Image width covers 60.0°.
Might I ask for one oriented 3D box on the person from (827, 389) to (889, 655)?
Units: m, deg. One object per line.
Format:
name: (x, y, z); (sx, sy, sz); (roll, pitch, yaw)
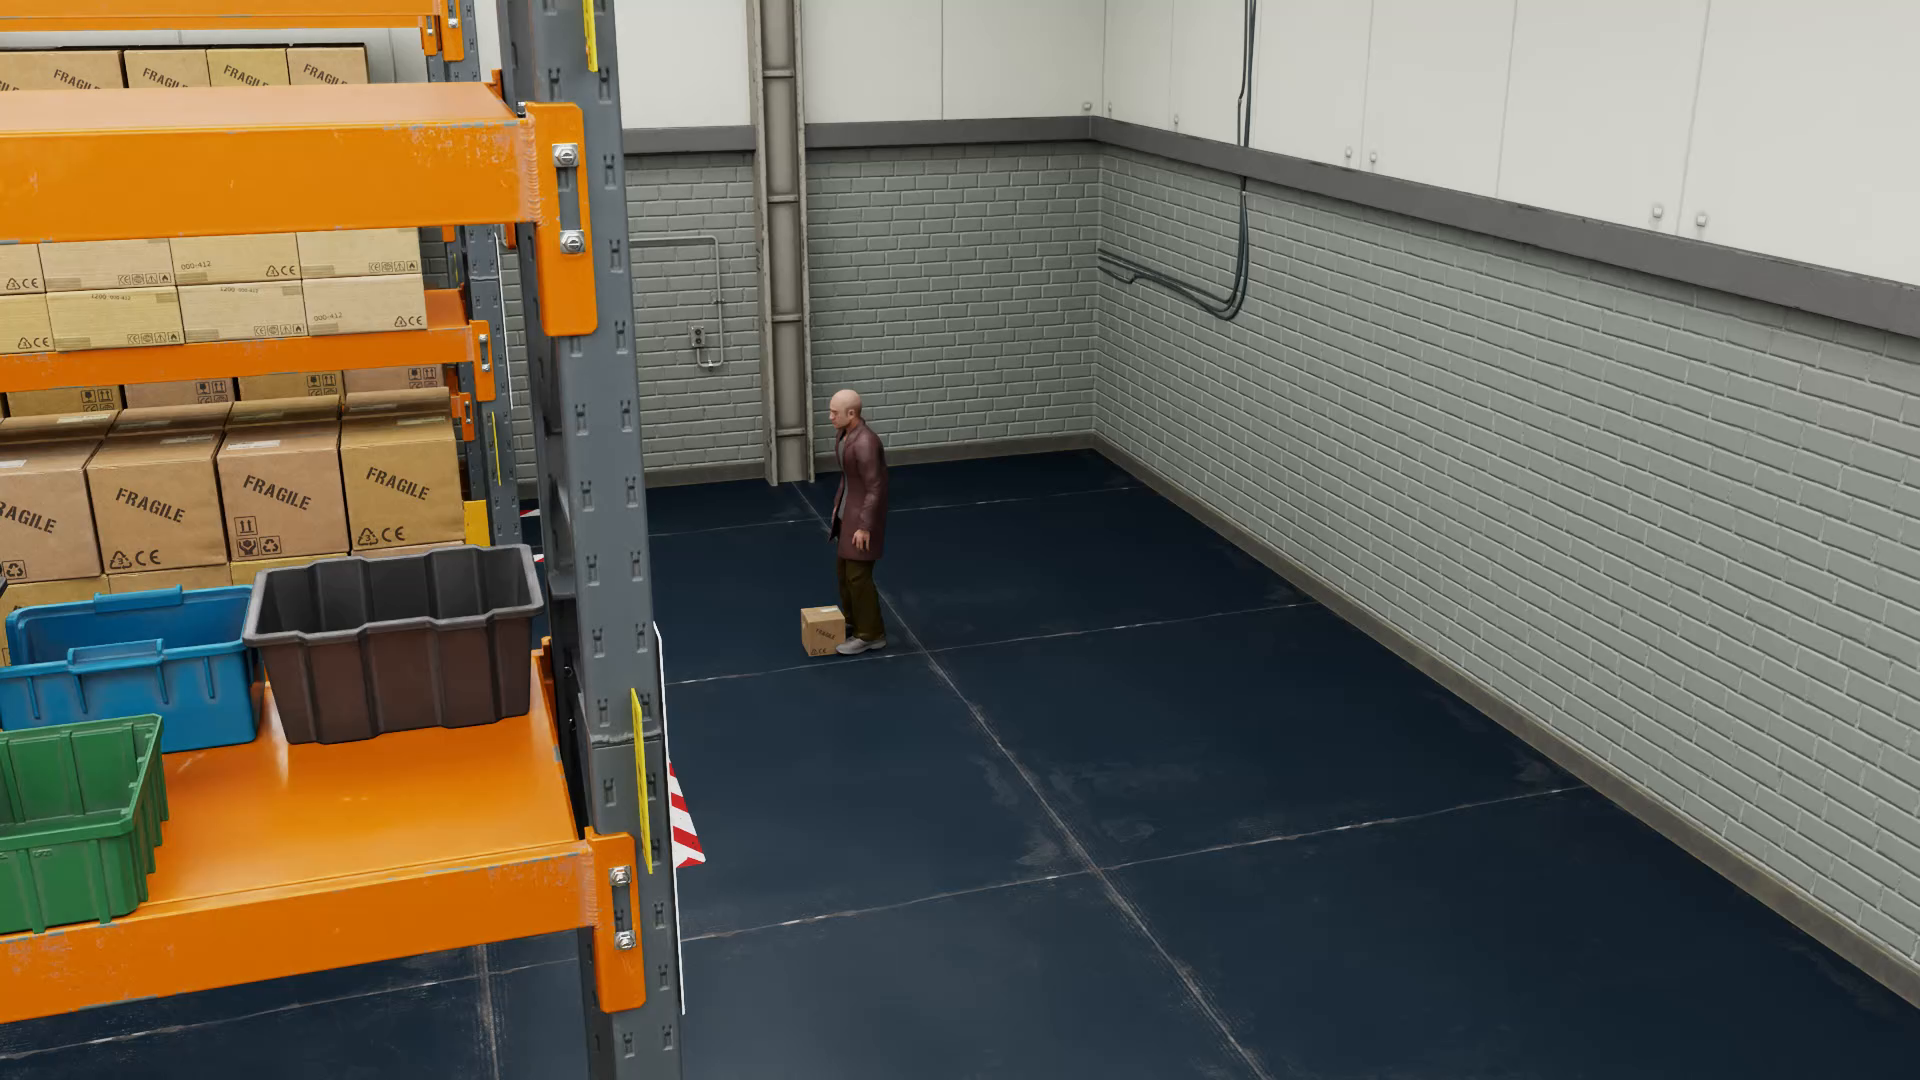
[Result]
person: (-0.685, -0.138, 10.991); (0.417, 1.773, 0.651); (-6, 20, -18)
